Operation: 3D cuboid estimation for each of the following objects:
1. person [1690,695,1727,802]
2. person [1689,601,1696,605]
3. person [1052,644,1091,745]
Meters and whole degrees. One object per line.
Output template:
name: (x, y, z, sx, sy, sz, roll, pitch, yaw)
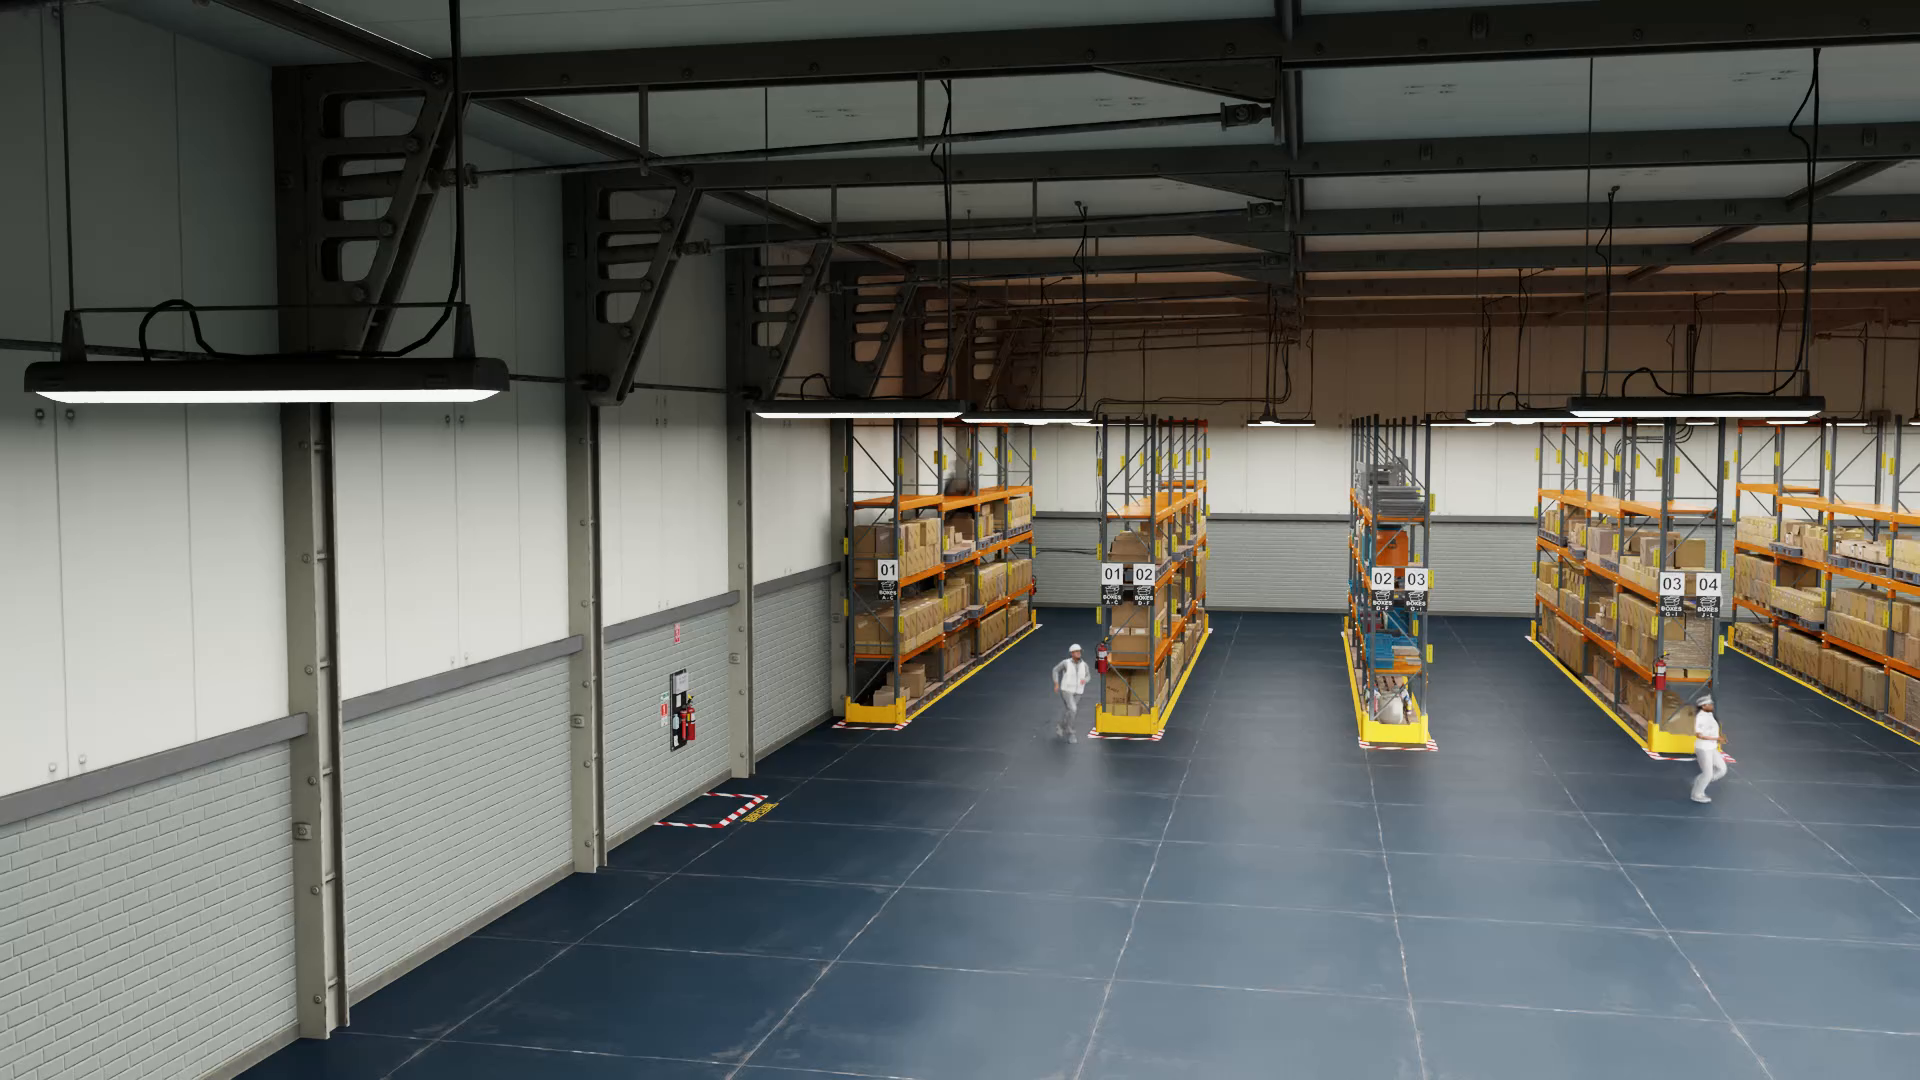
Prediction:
person: (11.490, 3.188, 25.431, 0.551, 1.657, 0.565, 4, 5, 44)
person: (18.890, 2.070, 42.733, 0.571, 1.666, 0.651, 1, 4, 10)
person: (2.100, 2.804, 30.556, 0.649, 1.759, 0.824, -2, 4, -25)
